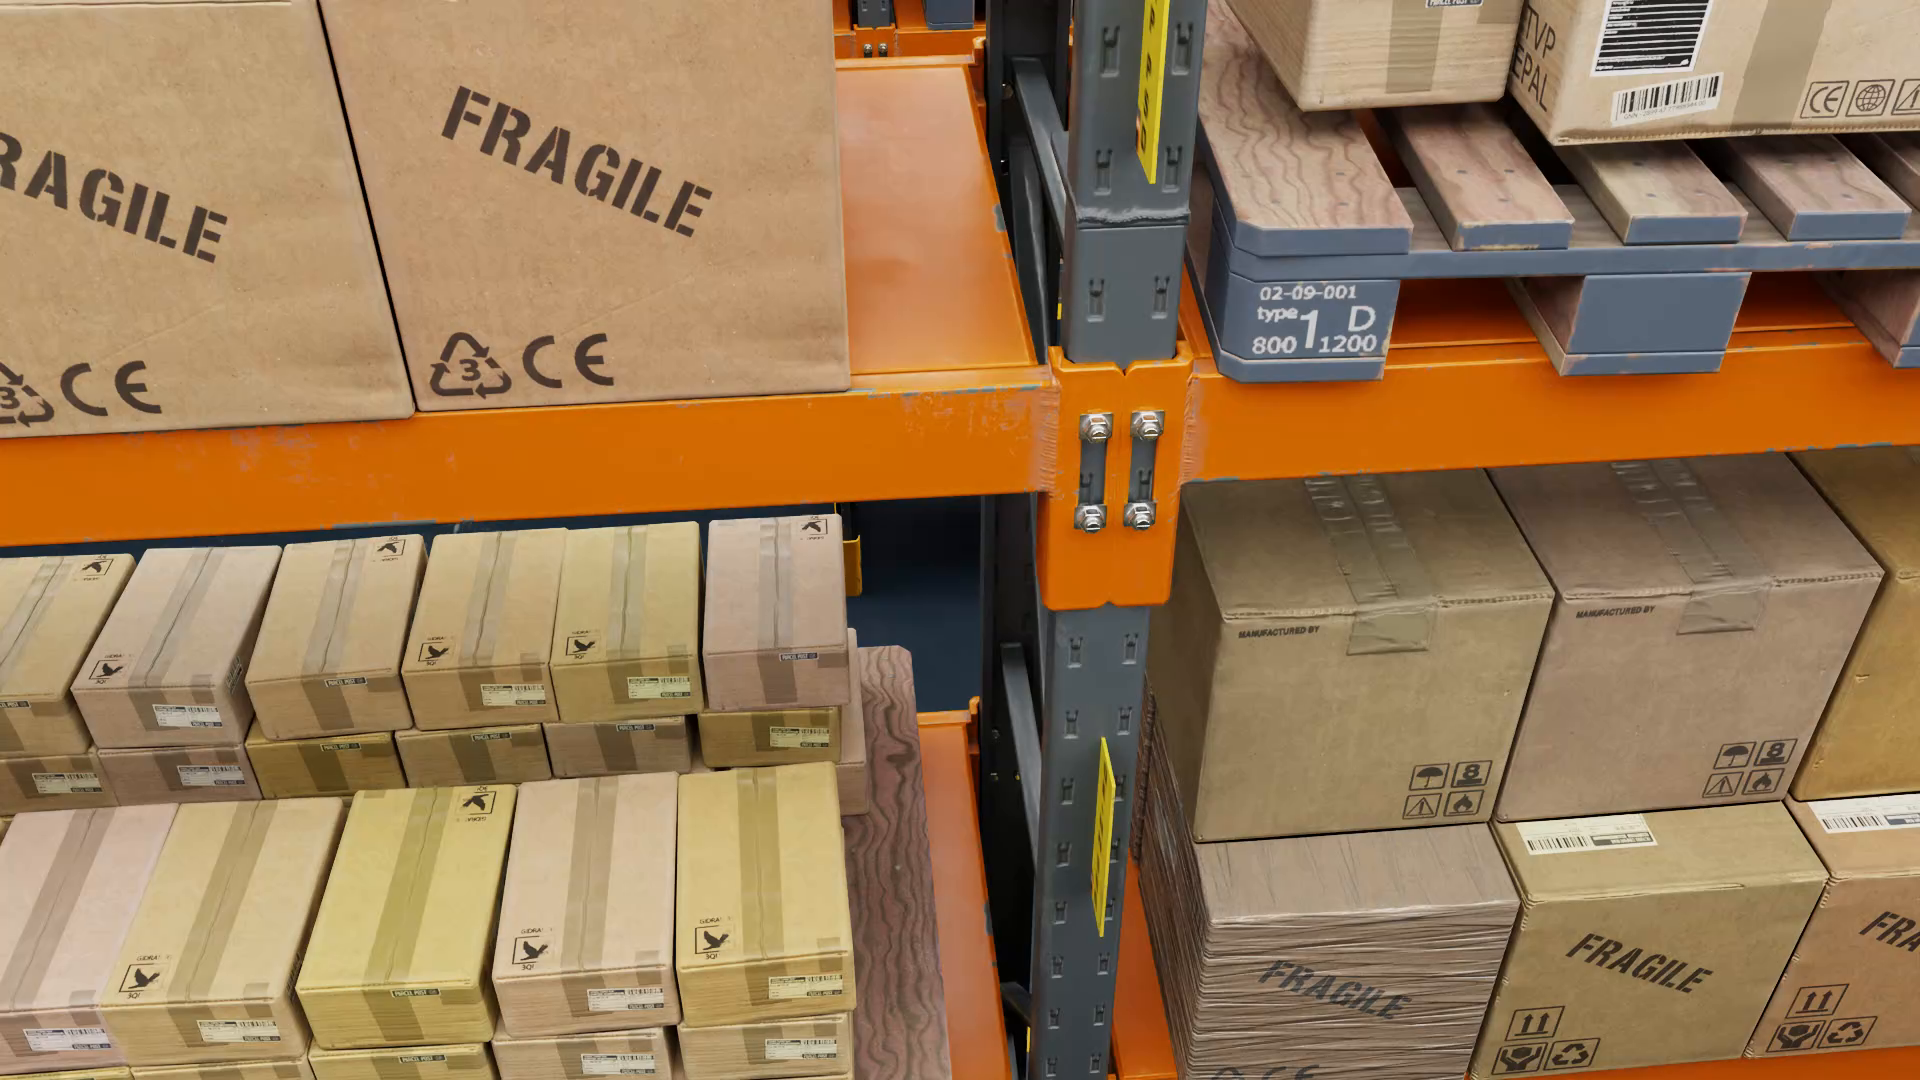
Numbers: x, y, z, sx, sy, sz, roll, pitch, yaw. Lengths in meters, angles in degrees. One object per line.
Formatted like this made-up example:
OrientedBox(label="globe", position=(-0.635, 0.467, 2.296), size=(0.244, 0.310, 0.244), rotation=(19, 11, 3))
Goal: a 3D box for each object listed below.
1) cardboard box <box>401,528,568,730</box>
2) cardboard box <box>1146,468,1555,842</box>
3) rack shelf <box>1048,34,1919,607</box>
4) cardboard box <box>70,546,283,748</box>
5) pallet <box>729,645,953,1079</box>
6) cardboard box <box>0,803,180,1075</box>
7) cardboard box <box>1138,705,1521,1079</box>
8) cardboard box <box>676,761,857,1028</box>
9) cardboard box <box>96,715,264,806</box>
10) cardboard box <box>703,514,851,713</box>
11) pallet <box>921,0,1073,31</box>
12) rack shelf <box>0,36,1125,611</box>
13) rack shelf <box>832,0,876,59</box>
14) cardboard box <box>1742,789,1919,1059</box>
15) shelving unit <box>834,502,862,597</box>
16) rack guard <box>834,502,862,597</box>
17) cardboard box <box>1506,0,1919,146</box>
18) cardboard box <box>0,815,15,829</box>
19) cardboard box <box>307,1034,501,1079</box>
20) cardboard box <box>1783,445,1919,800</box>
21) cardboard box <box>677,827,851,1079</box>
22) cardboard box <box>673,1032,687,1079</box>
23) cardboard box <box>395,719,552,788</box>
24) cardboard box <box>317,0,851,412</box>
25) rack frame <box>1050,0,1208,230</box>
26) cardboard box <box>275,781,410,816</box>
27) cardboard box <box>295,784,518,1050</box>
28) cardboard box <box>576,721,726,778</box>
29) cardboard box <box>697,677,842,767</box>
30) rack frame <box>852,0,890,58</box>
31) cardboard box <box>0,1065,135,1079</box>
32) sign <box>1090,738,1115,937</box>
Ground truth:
OrientedBox(label="cardboard box", position=(-0.841, 0.155, 3.015), size=(0.250, 0.149, 0.380), rotation=(-3, 38, -4))
OrientedBox(label="cardboard box", position=(0.596, 0.072, 2.850), size=(0.500, 0.500, 0.700), rotation=(-3, 38, -4))
OrientedBox(label="rack shelf", position=(2.140, -0.483, 2.600), size=(4.000, 0.370, 1.077), rotation=(-3, 38, -4))
OrientedBox(label="cardboard box", position=(-1.375, 0.185, 2.977), size=(0.250, 0.149, 0.380), rotation=(-1, 38, -2))
OrientedBox(label="pallet", position=(-0.552, 0.702, 3.093), size=(1.003, 0.211, 1.213), rotation=(-3, 38, -4))
OrientedBox(label="cardboard box", position=(-1.317, 0.585, 2.470), size=(0.250, 0.149, 0.380), rotation=(-3, 38, -4))
OrientedBox(label="cardboard box", position=(0.619, 0.625, 2.956), size=(0.500, 0.500, 0.500), rotation=(-3, 38, -3))
OrientedBox(label="cardboard box", position=(-0.299, 0.532, 2.538), size=(0.250, 0.149, 0.380), rotation=(-5, 39, -6))
OrientedBox(label="cardboard box", position=(-1.386, 0.302, 3.070), size=(0.250, 0.149, 0.380), rotation=(-3, 38, -4))
OrientedBox(label="cardboard box", position=(-0.334, 0.128, 3.049), size=(0.250, 0.149, 0.380), rotation=(-3, 38, -4))
OrientedBox(label="pallet", position=(0.309, -2.556, 7.223), size=(1.003, 0.211, 1.213), rotation=(-3, 38, -4))
OrientedBox(label="rack shelf", position=(-1.844, -0.264, 2.322), size=(4.000, 0.370, 1.077), rotation=(-3, 38, -4))
OrientedBox(label="rack shelf", position=(-2.383, -2.135, 7.114), size=(4.000, 0.370, 1.077), rotation=(-3, 38, -4))
OrientedBox(label="cardboard box", position=(1.628, 0.568, 3.028), size=(0.500, 0.500, 0.500), rotation=(-3, 38, -4))
OrientedBox(label="shelving unit", position=(0.076, -0.593, 5.791), size=(1.083, 1.500, 0.587), rotation=(-3, 38, -4))
OrientedBox(label="rack guard", position=(-0.420, -0.075, 6.143), size=(0.087, 0.250, 0.587), rotation=(-3, 38, -4))
OrientedBox(label="cardboard box", position=(0.889, -0.729, 1.983), size=(0.500, 0.311, 0.500), rotation=(-3, 38, -4))
OrientedBox(label="cardboard box", position=(-1.636, 0.430, 3.148), size=(0.250, 0.149, 0.380), rotation=(-3, 38, -3))
OrientedBox(label="cardboard box", position=(-0.831, 0.679, 2.592), size=(0.250, 0.149, 0.380), rotation=(-2, 38, -3))
OrientedBox(label="cardboard box", position=(1.611, 0.014, 2.923), size=(0.500, 0.500, 0.700), rotation=(-4, 38, -5))
OrientedBox(label="cardboard box", position=(-0.304, 0.647, 2.632), size=(0.250, 0.149, 0.380), rotation=(-2, 38, -3))
OrientedBox(label="cardboard box", position=(-0.550, 0.779, 2.705), size=(0.250, 0.149, 0.380), rotation=(-3, 38, -4))
OrientedBox(label="cardboard box", position=(-0.887, 0.274, 3.104), size=(0.250, 0.149, 0.380), rotation=(-4, 38, -5))
OrientedBox(label="cardboard box", position=(-0.398, -0.507, 1.968), size=(0.500, 0.500, 0.500), rotation=(-3, 38, -4))
OrientedBox(label="rack frame", position=(0.148, -1.833, 1.309), size=(0.127, 3.000, 1.000), rotation=(-3, 38, -4))
OrientedBox(label="cardboard box", position=(-1.120, 0.401, 3.184), size=(0.250, 0.149, 0.380), rotation=(-1, 38, -2))
OrientedBox(label="cardboard box", position=(-0.811, 0.559, 2.504), size=(0.250, 0.149, 0.380), rotation=(-2, 38, -3))
OrientedBox(label="cardboard box", position=(-0.583, 0.370, 3.223), size=(0.250, 0.149, 0.380), rotation=(-1, 38, -2))
OrientedBox(label="cardboard box", position=(-0.351, 0.242, 3.146), size=(0.250, 0.149, 0.380), rotation=(-2, 38, -2))
OrientedBox(label="rack frame", position=(-0.391, -2.527, 7.031), size=(0.127, 3.000, 1.000), rotation=(-3, 38, -4))
OrientedBox(label="cardboard box", position=(-1.329, 0.704, 2.559), size=(0.250, 0.149, 0.380), rotation=(-3, 38, -4))
OrientedBox(label="sign", position=(0.206, 0.433, 2.409), size=(0.005, 0.325, 0.100), rotation=(-3, 38, -4))
